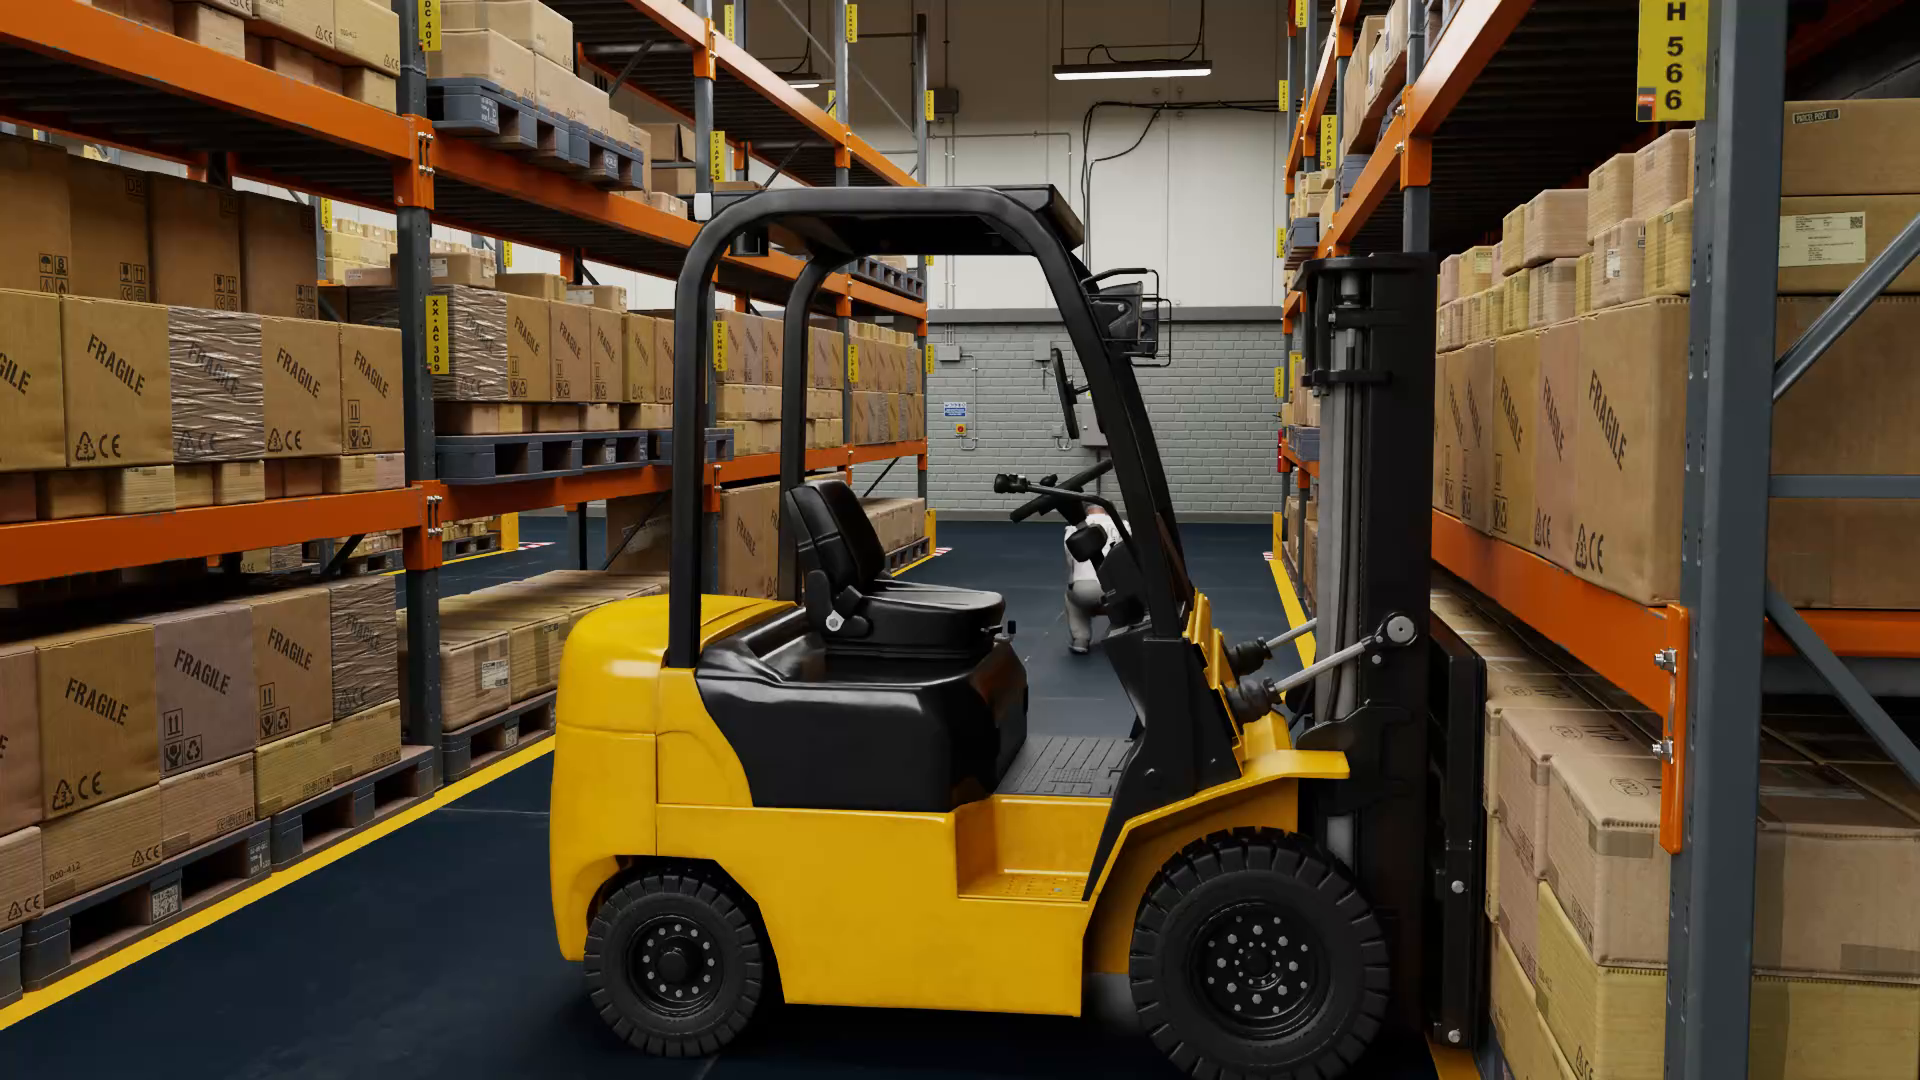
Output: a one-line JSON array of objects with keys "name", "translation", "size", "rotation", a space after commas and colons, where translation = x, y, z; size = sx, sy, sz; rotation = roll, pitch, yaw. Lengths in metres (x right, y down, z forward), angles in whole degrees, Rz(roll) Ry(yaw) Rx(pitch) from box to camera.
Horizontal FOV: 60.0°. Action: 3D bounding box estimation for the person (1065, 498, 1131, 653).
[{"name": "person", "translation": [0.969, 0.239, 11.307], "size": [0.533, 1.025, 0.919], "rotation": [1, 4, 7]}]
